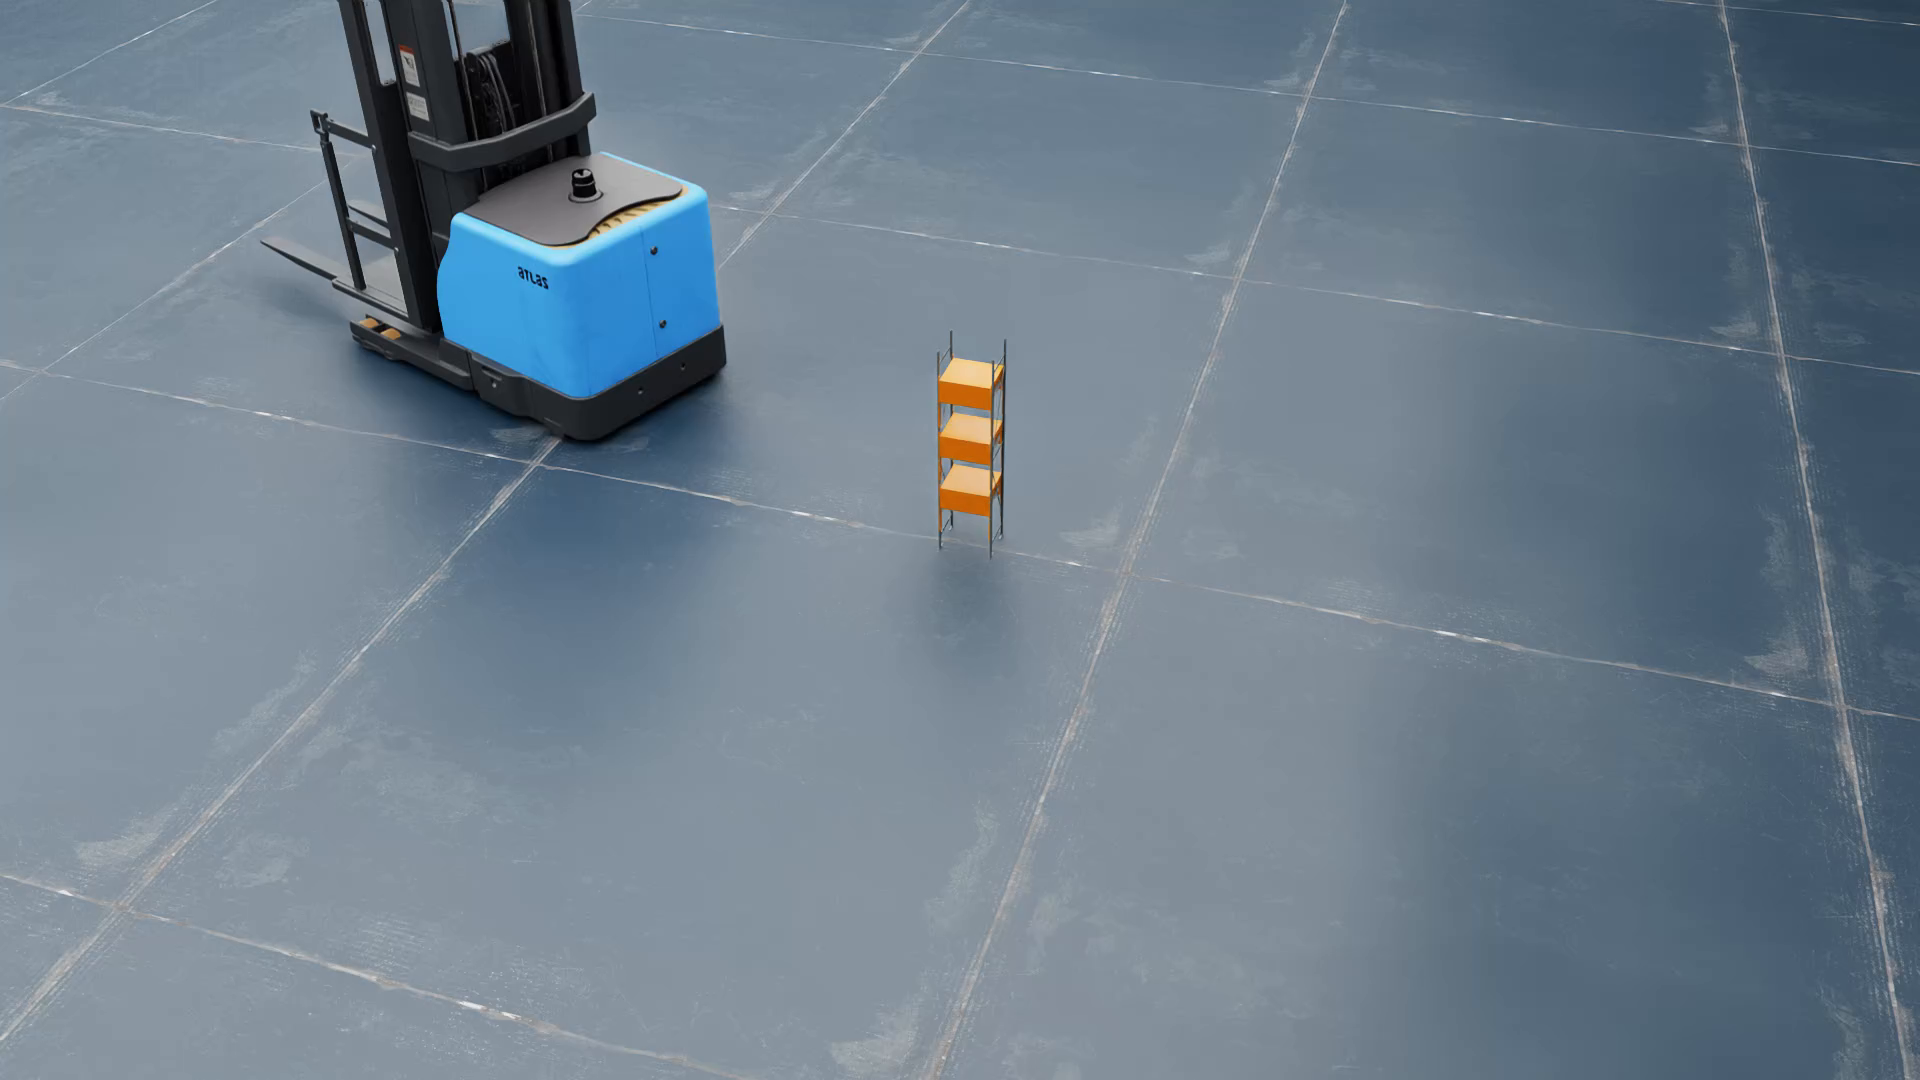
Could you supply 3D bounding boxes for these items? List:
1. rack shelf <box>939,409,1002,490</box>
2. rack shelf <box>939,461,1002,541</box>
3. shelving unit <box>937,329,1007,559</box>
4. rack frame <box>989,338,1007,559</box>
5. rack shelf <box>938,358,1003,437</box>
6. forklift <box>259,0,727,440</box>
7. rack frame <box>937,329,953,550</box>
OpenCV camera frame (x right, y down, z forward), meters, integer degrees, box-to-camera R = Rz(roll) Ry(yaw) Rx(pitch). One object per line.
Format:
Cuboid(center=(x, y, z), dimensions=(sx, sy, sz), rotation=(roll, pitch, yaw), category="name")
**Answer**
Cuboid(center=(0.051, -0.405, 7.432), dimensions=(0.240, 0.259, 0.215), rotation=(10, 38, 14), category="rack shelf")
Cuboid(center=(0.051, -0.181, 7.597), dimensions=(0.240, 0.259, 0.215), rotation=(10, 38, 14), category="rack shelf")
Cuboid(center=(0.051, -0.413, 7.426), dimensions=(0.252, 1.050, 0.215), rotation=(10, 38, 14), category="shelving unit")
Cuboid(center=(0.168, -0.392, 7.397), dimensions=(0.008, 1.050, 0.200), rotation=(10, 38, 14), category="rack frame")
Cuboid(center=(0.051, -0.633, 7.264), dimensions=(0.240, 0.259, 0.215), rotation=(10, 38, 14), category="rack shelf")
Cuboid(center=(-2.729, -2.388, 8.522), dimensions=(3.031, 2.935, 1.130), rotation=(25, 43, 29), category="forklift")
Cuboid(center=(-0.065, -0.435, 7.455), dimensions=(0.008, 1.050, 0.200), rotation=(10, 38, 14), category="rack frame")
